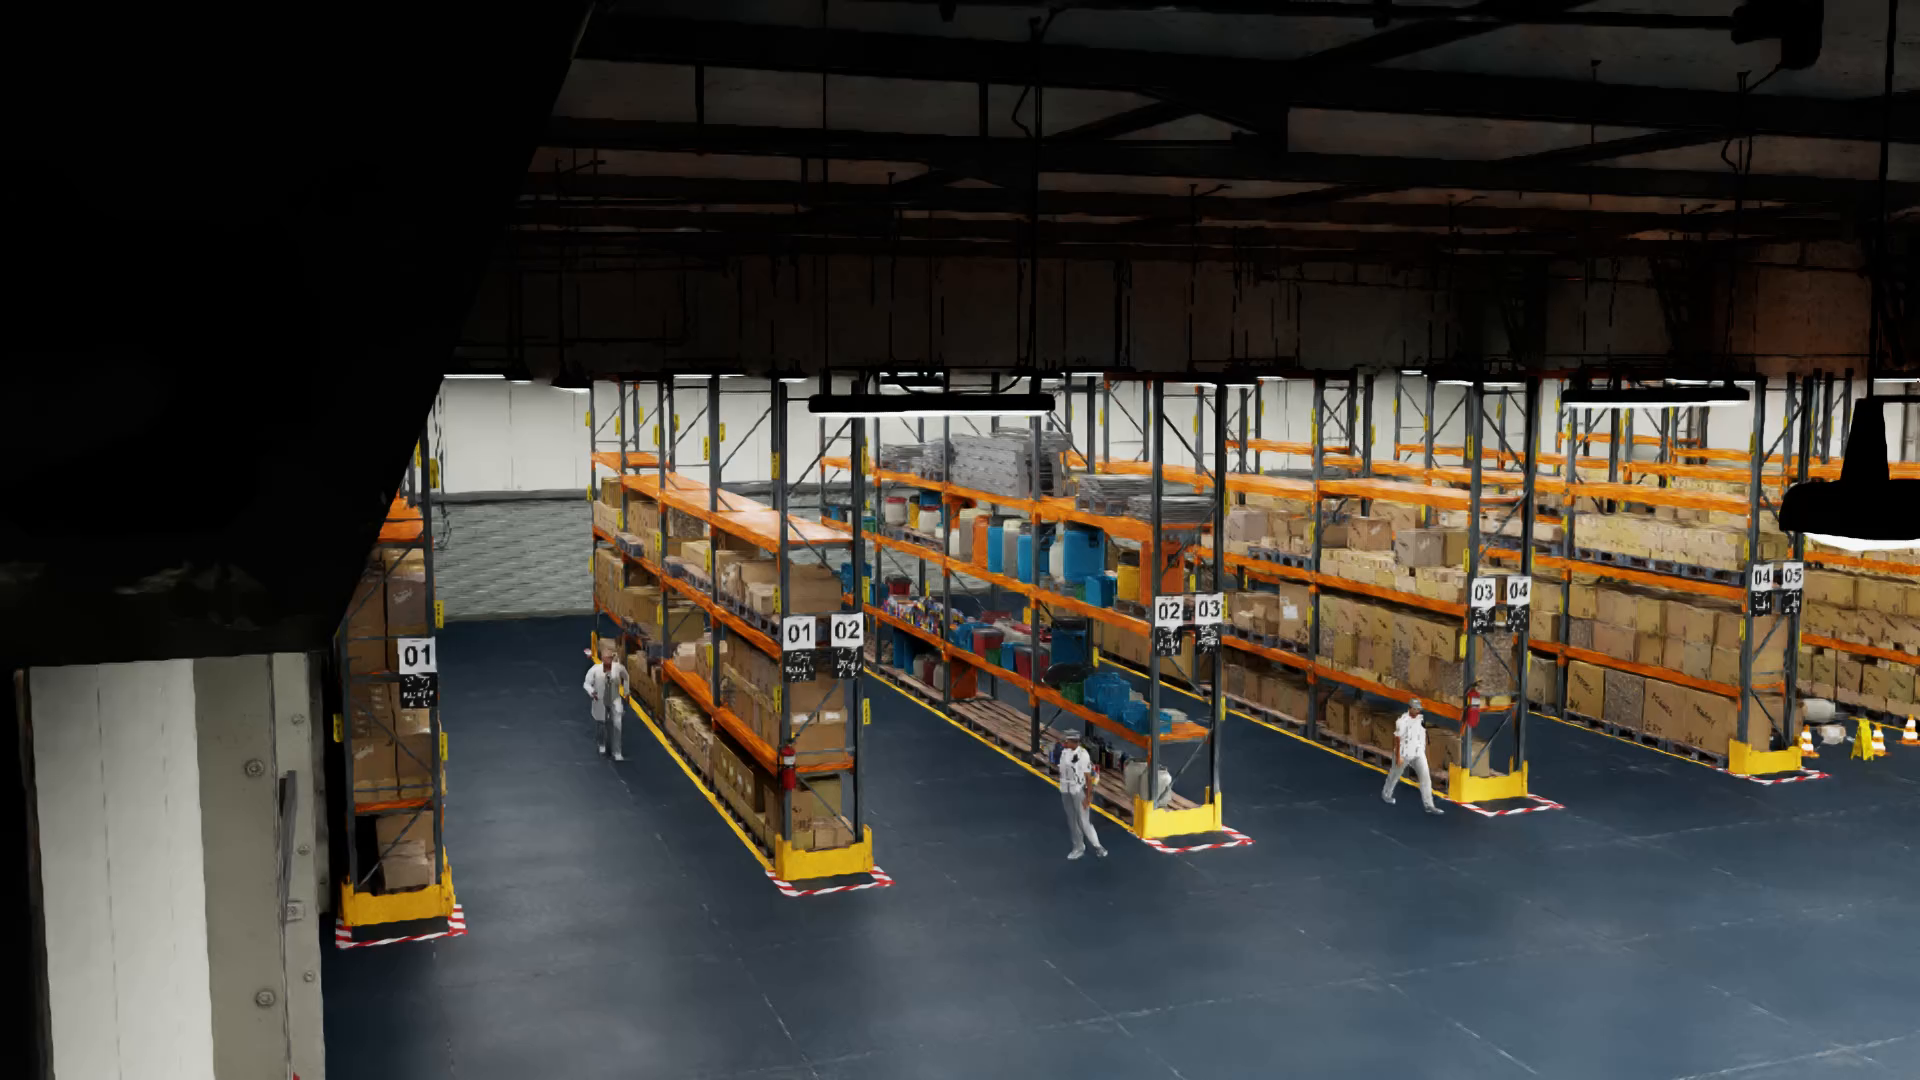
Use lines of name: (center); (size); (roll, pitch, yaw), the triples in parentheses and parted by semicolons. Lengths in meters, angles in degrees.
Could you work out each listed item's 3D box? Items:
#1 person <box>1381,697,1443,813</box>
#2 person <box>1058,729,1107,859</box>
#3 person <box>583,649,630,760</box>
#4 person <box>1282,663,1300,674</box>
person: (6.258, 2.952, 23.106); (0.499, 1.579, 1.078); (-2, 7, -17)
person: (1.509, 3.182, 20.813); (0.629, 1.655, 0.438); (5, 8, 39)
person: (-5.551, 2.556, 26.198); (0.736, 1.718, 0.904); (-2, 7, -15)
person: (6.358, 1.902, 31.588); (0.442, 1.795, 0.693); (-4, 8, -33)
